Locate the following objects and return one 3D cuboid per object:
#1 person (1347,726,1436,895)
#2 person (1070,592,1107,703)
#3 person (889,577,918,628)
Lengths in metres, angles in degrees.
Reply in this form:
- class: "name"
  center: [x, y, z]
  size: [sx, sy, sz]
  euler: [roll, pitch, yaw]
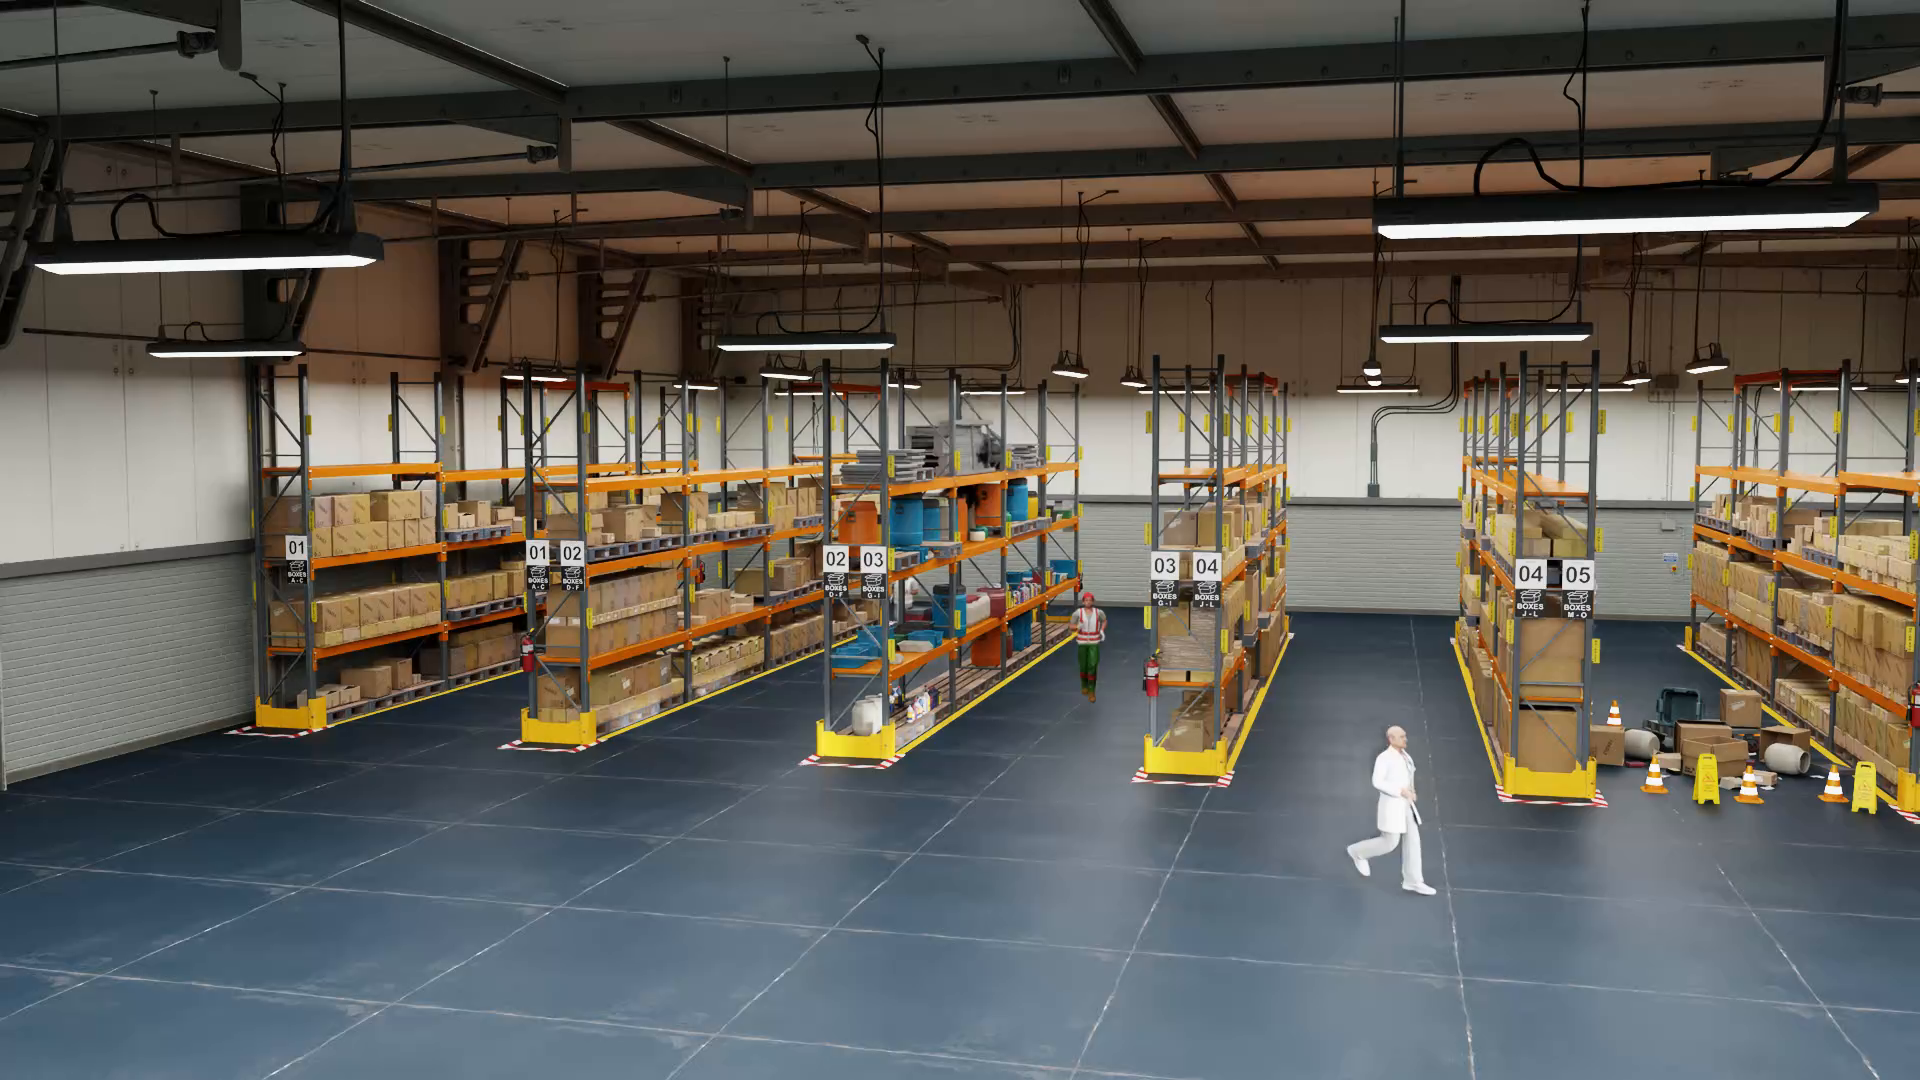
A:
- class: "person"
  center: [4.671, 2.882, 17.931]
  size: [0.709, 1.767, 1.018]
  euler: [-4, 6, -45]
- class: "person"
  center: [2.213, 1.831, 28.705]
  size: [0.637, 1.866, 0.725]
  euler: [0, 4, 4]
- class: "person"
  center: [-1.286, 1.487, 37.875]
  size: [0.669, 1.833, 0.856]
  euler: [0, 4, 4]
